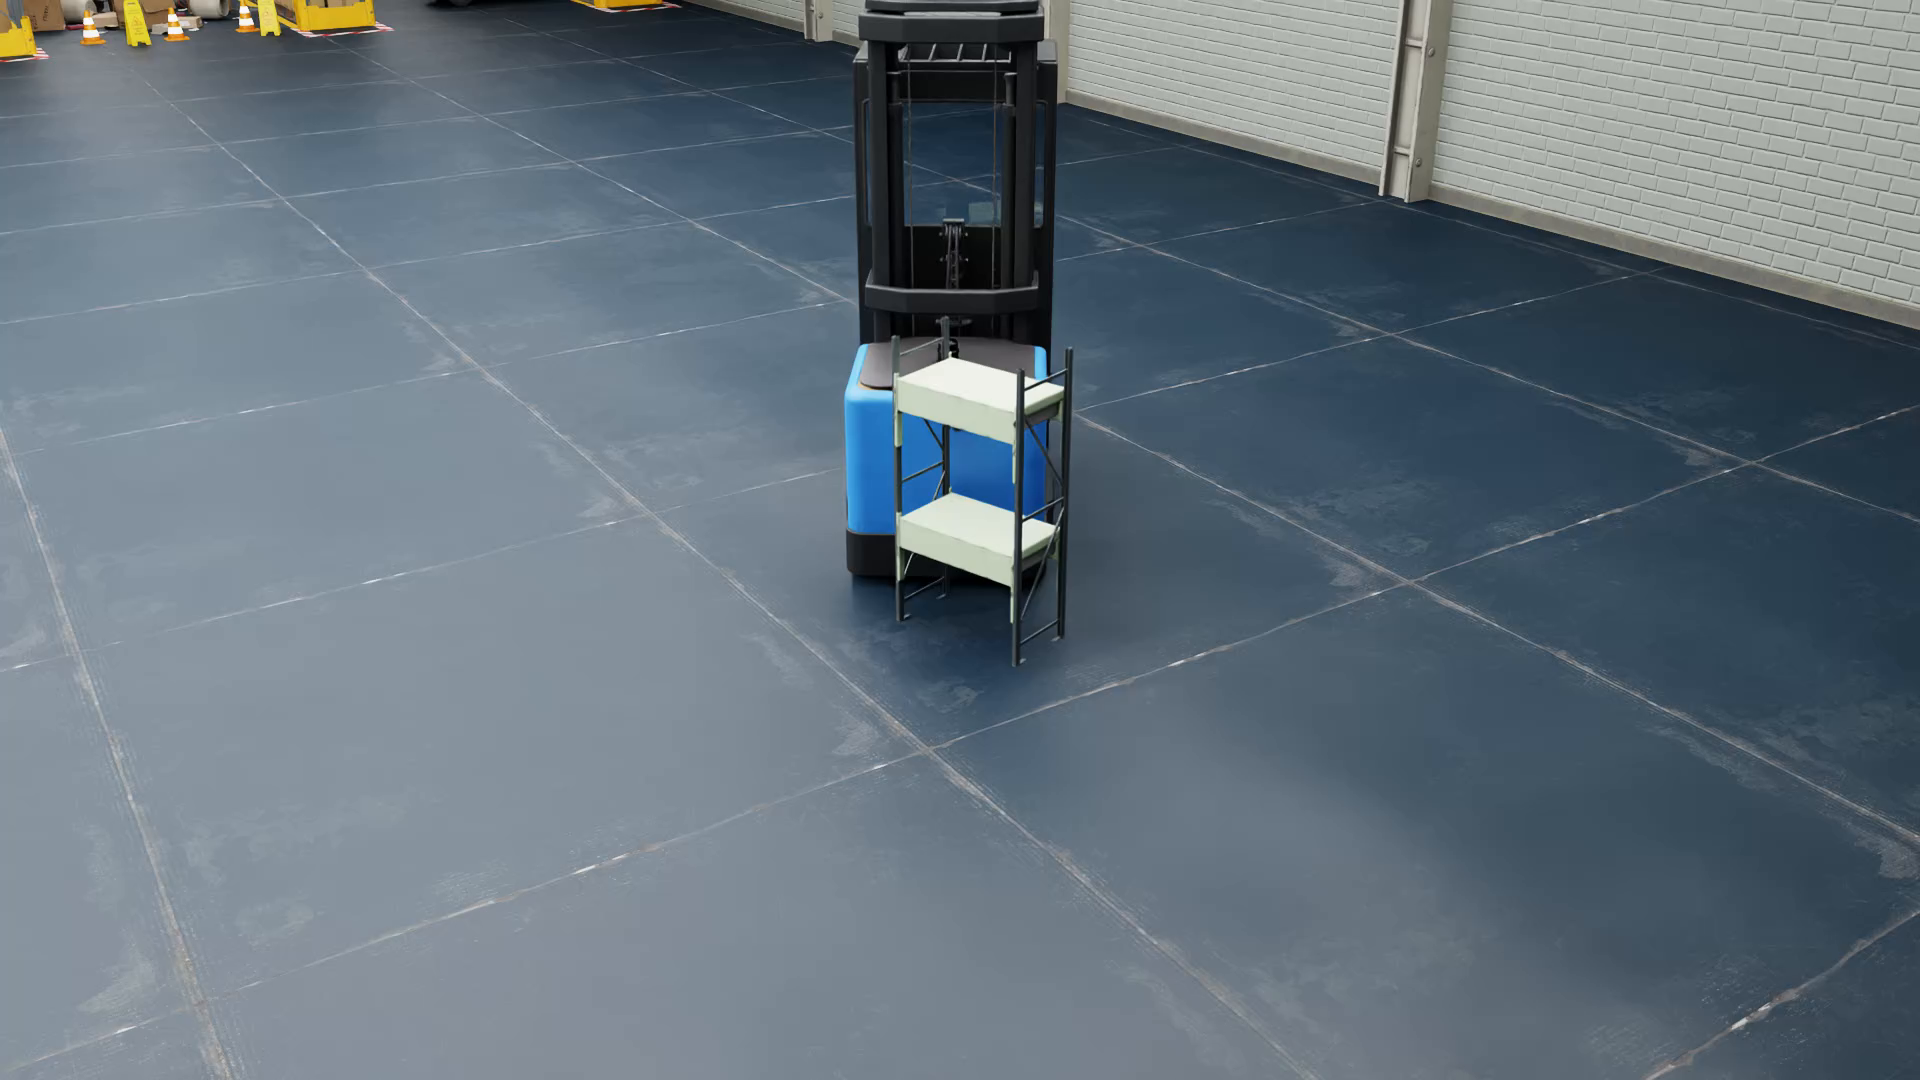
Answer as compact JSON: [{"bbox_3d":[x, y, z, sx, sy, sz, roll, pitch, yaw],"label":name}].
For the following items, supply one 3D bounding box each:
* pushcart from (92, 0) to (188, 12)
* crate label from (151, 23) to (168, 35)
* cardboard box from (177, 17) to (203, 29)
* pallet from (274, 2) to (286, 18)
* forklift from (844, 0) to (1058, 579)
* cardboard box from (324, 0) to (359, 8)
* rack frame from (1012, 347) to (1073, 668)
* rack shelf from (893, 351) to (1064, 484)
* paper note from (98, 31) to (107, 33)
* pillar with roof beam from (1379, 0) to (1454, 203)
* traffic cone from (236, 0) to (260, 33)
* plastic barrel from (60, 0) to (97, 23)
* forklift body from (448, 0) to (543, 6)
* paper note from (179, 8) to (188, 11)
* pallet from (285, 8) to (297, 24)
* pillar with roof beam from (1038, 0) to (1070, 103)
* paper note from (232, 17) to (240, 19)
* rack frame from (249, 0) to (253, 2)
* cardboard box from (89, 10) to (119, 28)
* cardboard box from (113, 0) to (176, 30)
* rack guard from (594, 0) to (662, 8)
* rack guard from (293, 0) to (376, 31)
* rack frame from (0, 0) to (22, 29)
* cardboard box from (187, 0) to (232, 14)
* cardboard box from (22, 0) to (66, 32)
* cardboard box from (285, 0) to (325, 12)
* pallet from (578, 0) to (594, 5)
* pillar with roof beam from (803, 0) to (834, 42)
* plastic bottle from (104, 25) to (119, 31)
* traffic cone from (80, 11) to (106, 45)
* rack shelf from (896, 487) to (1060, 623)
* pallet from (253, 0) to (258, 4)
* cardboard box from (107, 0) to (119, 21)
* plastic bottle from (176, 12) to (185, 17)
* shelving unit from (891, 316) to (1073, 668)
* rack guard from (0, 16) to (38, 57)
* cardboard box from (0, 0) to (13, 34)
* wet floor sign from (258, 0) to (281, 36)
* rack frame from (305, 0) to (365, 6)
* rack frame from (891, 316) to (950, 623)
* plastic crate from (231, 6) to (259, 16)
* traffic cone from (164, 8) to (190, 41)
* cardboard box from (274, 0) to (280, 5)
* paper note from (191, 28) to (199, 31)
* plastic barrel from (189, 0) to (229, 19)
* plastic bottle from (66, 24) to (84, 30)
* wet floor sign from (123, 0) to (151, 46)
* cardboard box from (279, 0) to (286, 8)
[{"bbox_3d":[-14.033,-9.270,28.445,0.936,0.377,1.648,18,31,33],"label":"pushcart"},{"bbox_3d":[-12.508,-8.020,26.078,0.298,0.136,0.250,12,28,24],"label":"crate label"},{"bbox_3d":[-12.374,-8.283,26.622,0.380,0.149,0.250,-1,25,-3],"label":"cardboard box"},{"bbox_3d":[-11.084,-9.075,28.227,1.003,0.211,1.213,-16,29,-30],"label":"pallet"},{"bbox_3d":[-0.014,-1.712,9.444,1.130,2.935,3.031,1,25,2],"label":"forklift"},{"bbox_3d":[-10.175,-8.874,27.263,0.500,0.250,0.500,-16,30,-30],"label":"cardboard box"},{"bbox_3d":[0.383,-0.135,7.779,0.023,1.500,0.400,19,31,35],"label":"rack frame"},{"bbox_3d":[0.099,-0.586,7.820,0.720,0.370,0.431,19,31,35],"label":"rack shelf"},{"bbox_3d":[-13.470,-7.983,26.127,0.144,0.017,0.142,-6,26,-12],"label":"paper note"},{"bbox_3d":[0.784,-6.463,12.400,9.100,9.000,0.400,-16,29,-30],"label":"pillar with roof beam"},{"bbox_3d":[-11.282,-8.281,26.249,0.336,0.463,0.334,-16,29,-30],"label":"traffic cone"},{"bbox_3d":[-14.338,-8.602,26.976,0.512,0.421,0.421,3,25,6],"label":"plastic barrel"},{"bbox_3d":[-8.374,-10.602,29.189,2.313,2.155,1.214,-16,29,-30],"label":"forklift body"},{"bbox_3d":[-13.290,-9.075,28.439,0.148,0.019,0.142,-16,29,-30],"label":"paper note"},{"bbox_3d":[-10.422,-8.640,27.304,1.003,0.211,1.213,-16,29,-30],"label":"pallet"},{"bbox_3d":[-2.491,-8.609,16.946,9.100,9.000,0.400,-16,29,-30],"label":"pillar with roof beam"},{"bbox_3d":[-11.960,-8.651,27.539,0.148,0.019,0.142,18,31,33],"label":"paper note"},{"bbox_3d":[-12.150,-11.005,29.049,1.000,3.000,0.127,-16,29,-30],"label":"rack frame"},{"bbox_3d":[-13.761,-8.394,26.719,0.396,0.266,0.258,-10,27,-21],"label":"cardboard box"},{"bbox_3d":[-13.047,-8.484,26.632,0.637,0.503,0.797,7,26,15],"label":"cardboard box"},{"bbox_3d":[-5.797,-9.594,28.987,1.175,0.500,0.348,-16,29,-30],"label":"rack guard"},{"bbox_3d":[-10.008,-8.471,26.609,1.175,0.500,0.348,-16,29,-30],"label":"rack guard"},{"bbox_3d":[-14.059,-8.385,23.498,1.000,3.000,0.127,-16,29,-30],"label":"rack frame"},{"bbox_3d":[-12.705,-9.176,28.098,0.500,0.500,0.500,3,25,6],"label":"cardboard box"},{"bbox_3d":[-14.535,-8.370,26.392,0.500,0.500,0.500,-10,27,-21],"label":"cardboard box"},{"bbox_3d":[-10.646,-8.756,27.013,0.500,0.250,0.500,-16,29,-30],"label":"cardboard box"},{"bbox_3d":[-6.262,-9.735,29.625,1.003,0.211,1.213,-16,29,-30],"label":"pallet"},{"bbox_3d":[-5.766,-10.755,21.492,9.100,9.000,0.400,-16,29,-30],"label":"pillar with roof beam"},{"bbox_3d":[-13.500,-8.146,26.434,0.283,0.061,0.133,18,31,33],"label":"plastic bottle"},{"bbox_3d":[-13.159,-7.759,25.143,0.336,0.463,0.334,-16,29,-30],"label":"traffic cone"},{"bbox_3d":[0.099,0.062,8.126,0.720,0.370,0.431,19,31,35],"label":"rack shelf"},{"bbox_3d":[-11.754,-9.512,29.153,1.003,0.211,1.213,-16,29,-30],"label":"pallet"},{"bbox_3d":[-13.564,-8.878,27.308,0.797,0.637,0.503,-16,29,-30],"label":"cardboard box"},{"bbox_3d":[-13.017,-8.778,27.773,0.133,0.061,0.283,-10,27,-21],"label":"plastic bottle"},{"bbox_3d":[0.099,-0.233,7.987,0.755,1.500,0.431,19,31,35],"label":"shelving unit"},{"bbox_3d":[-14.046,-7.246,24.013,1.175,0.500,0.348,-16,29,-30],"label":"rack guard"},{"bbox_3d":[-14.484,-7.841,24.343,0.875,0.875,0.875,-15,29,-29],"label":"cardboard box"},{"bbox_3d":[-10.759,-8.193,25.849,0.267,0.644,0.232,-6,26,-12],"label":"wet floor sign"},{"bbox_3d":[-9.967,-9.575,26.018,1.000,3.000,0.127,-16,29,-30],"label":"rack frame"},{"bbox_3d":[-0.186,-0.332,8.195,0.023,1.500,0.400,19,31,35],"label":"rack frame"},{"bbox_3d":[-11.980,-8.932,28.078,0.583,0.080,0.402,18,31,33],"label":"plastic crate"},{"bbox_3d":[-12.027,-7.900,25.443,0.336,0.463,0.334,-16,29,-30],"label":"traffic cone"},{"bbox_3d":[-11.200,-9.120,27.785,0.500,0.250,0.500,-17,30,-31],"label":"cardboard box"},{"bbox_3d":[-12.150,-8.106,26.386,0.142,0.019,0.148,18,31,33],"label":"paper note"},{"bbox_3d":[-12.363,-8.795,27.386,0.512,0.421,0.421,3,25,6],"label":"plastic barrel"},{"bbox_3d":[-14.067,-8.174,26.494,0.133,0.061,0.283,18,31,33],"label":"plastic bottle"},{"bbox_3d":[-12.384,-7.771,24.956,0.267,0.644,0.232,-22,33,-38],"label":"wet floor sign"},{"bbox_3d":[-10.910,-8.935,27.391,0.500,0.250,0.500,-15,29,-29],"label":"cardboard box"}]
